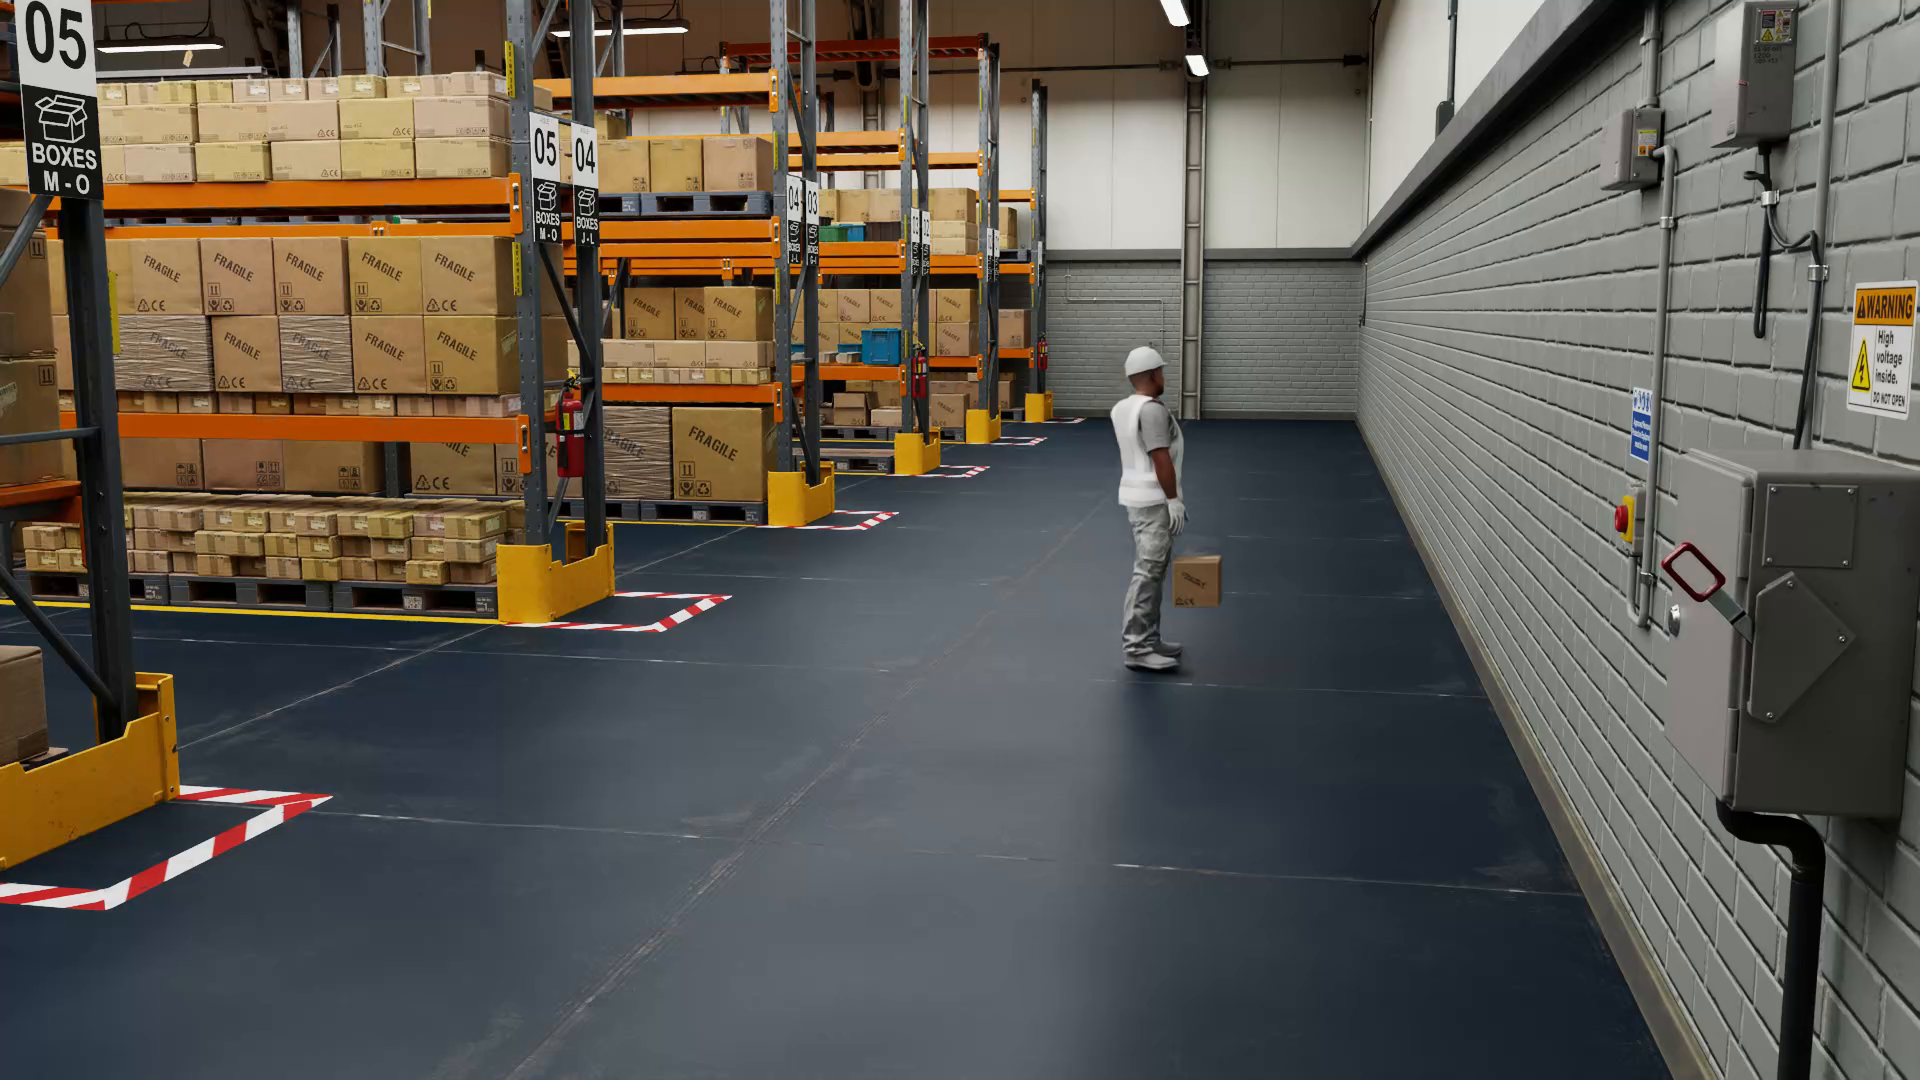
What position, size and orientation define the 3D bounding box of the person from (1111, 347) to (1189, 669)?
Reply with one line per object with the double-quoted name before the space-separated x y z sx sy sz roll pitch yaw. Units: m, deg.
"person" 1.099 -0.187 9.346 0.461 1.782 0.623 -2 8 -12
